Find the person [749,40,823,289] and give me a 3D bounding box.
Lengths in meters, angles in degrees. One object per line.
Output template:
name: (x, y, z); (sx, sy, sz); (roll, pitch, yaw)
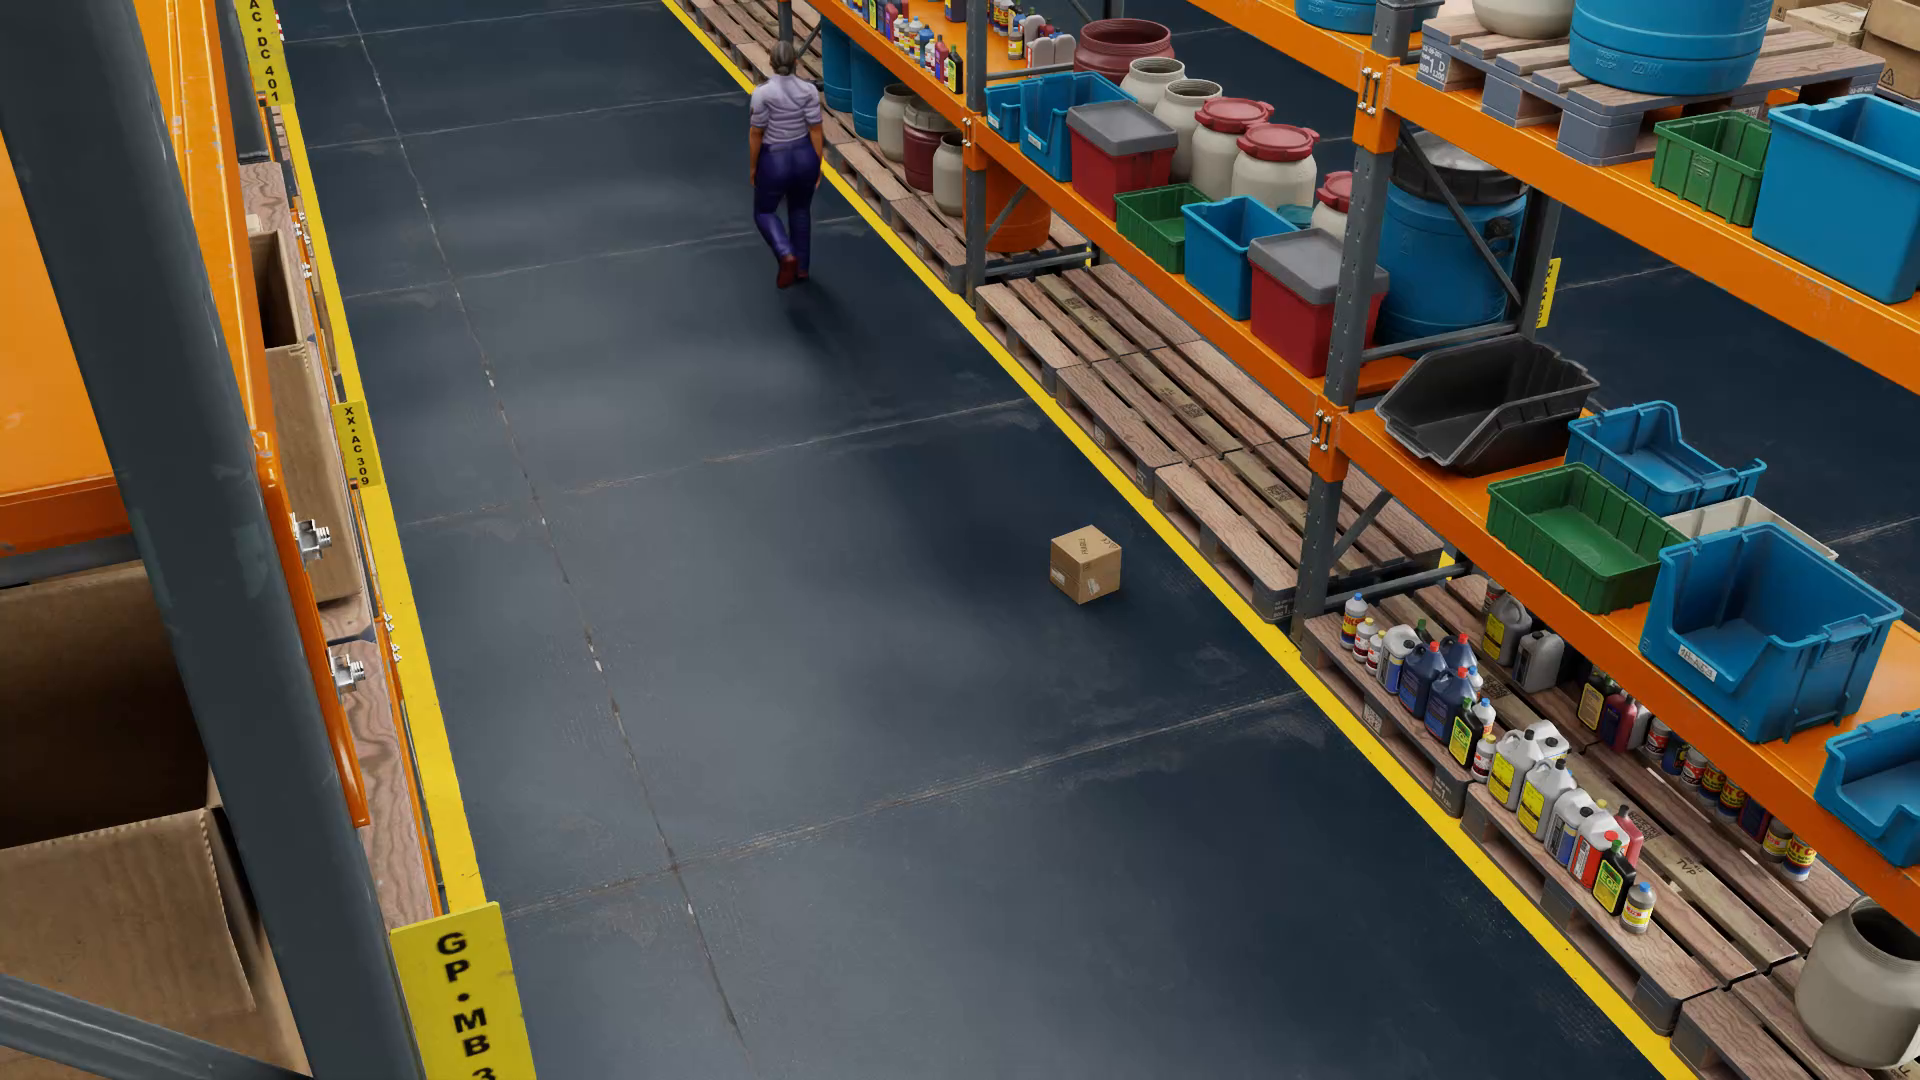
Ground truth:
person: (-1.111, -2.412, 10.738); (0.478, 1.629, 0.633); (-14, 36, -20)
